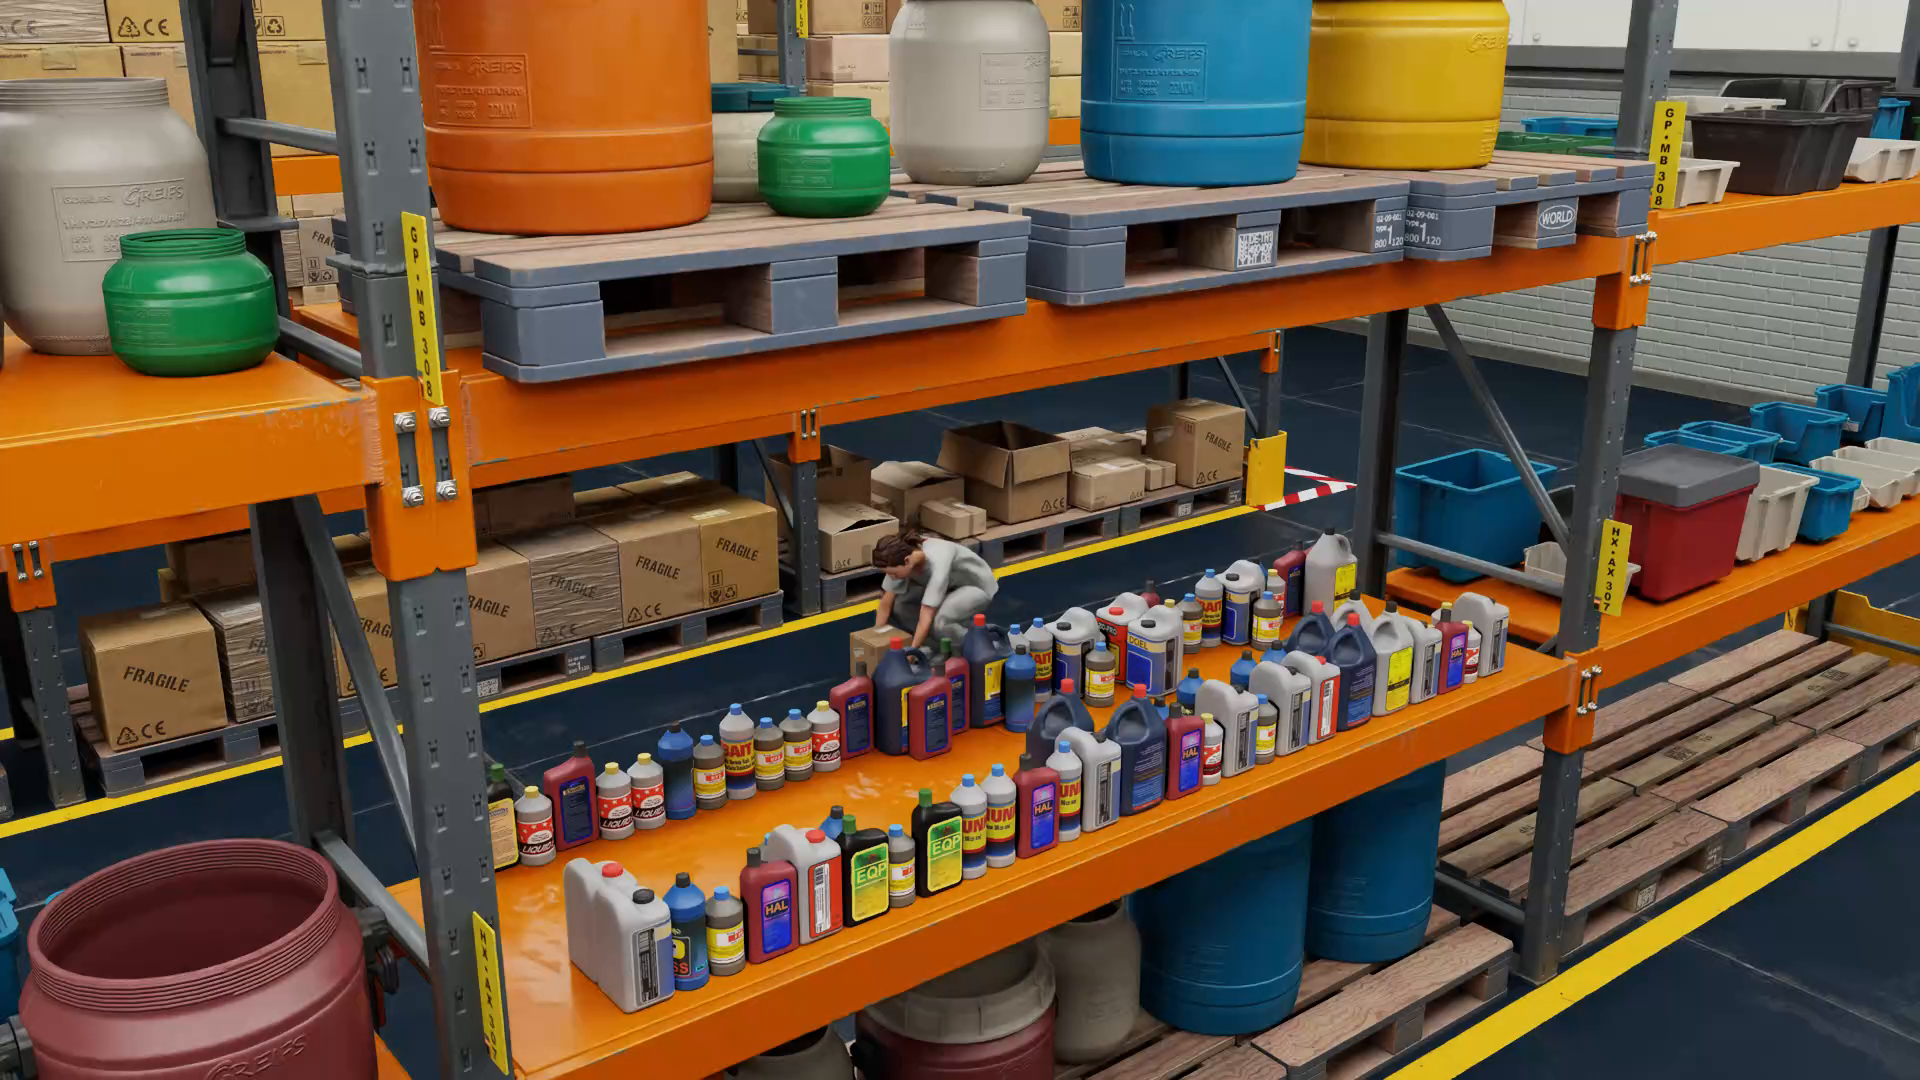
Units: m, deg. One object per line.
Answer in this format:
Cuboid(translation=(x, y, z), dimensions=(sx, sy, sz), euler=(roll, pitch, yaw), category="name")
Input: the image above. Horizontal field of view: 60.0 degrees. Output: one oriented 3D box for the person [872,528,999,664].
Cuboid(translation=(-0.153, 0.300, 9.019), dimensions=(0.801, 0.825, 0.467), euler=(-14, 22, -36), category="person")
